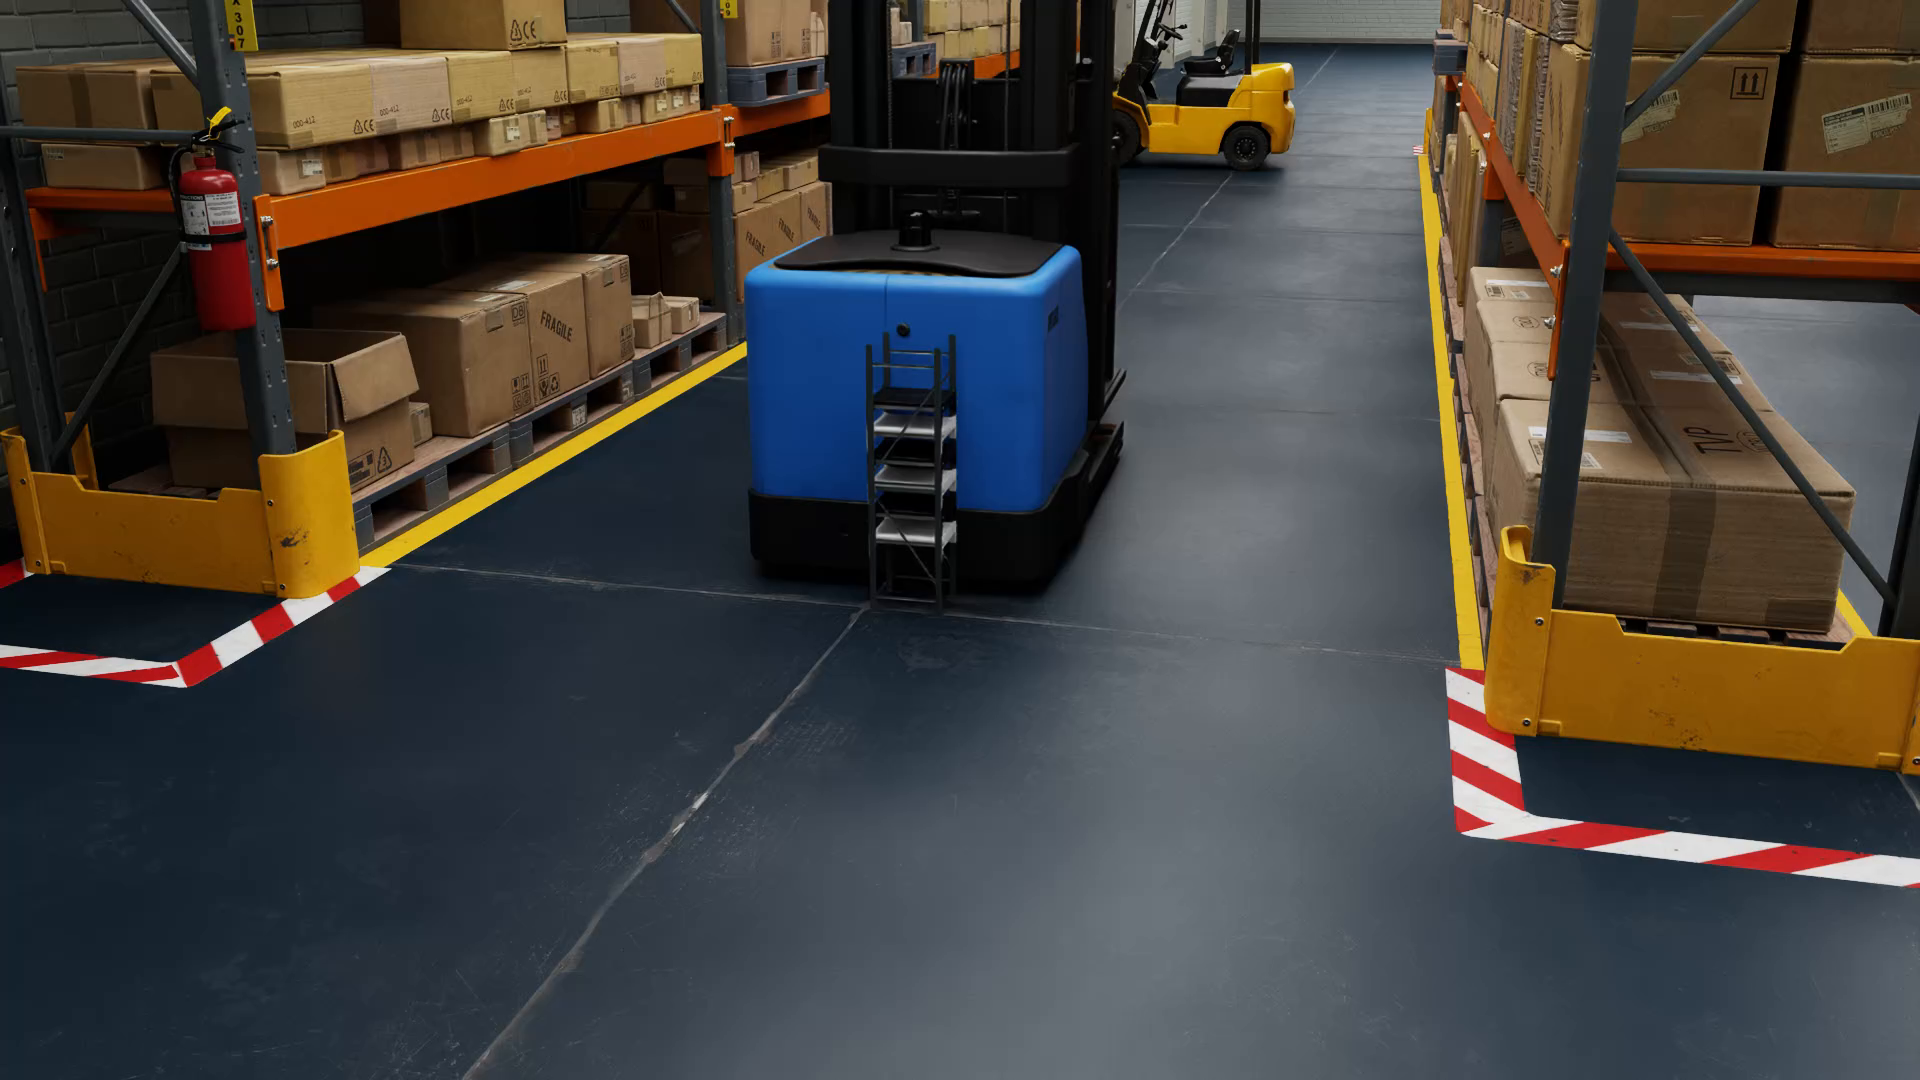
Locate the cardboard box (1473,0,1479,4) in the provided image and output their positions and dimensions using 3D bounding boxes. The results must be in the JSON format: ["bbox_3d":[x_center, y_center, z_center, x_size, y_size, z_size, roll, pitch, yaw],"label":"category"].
[{"bbox_3d":[3.681,-3.793,10.951,0.500,0.500,0.500,4,19,12],"label":"cardboard box"}]

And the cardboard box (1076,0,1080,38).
[{"bbox_3d":[1.053,-5.856,18.538,0.500,0.500,0.500,4,19,12],"label":"cardboard box"}]

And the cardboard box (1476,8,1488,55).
[{"bbox_3d":[3.278,-2.959,9.670,0.500,0.250,0.500,5,19,14],"label":"cardboard box"}]

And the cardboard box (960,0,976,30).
[{"bbox_3d":[-0.161,-4.404,13.899,0.500,0.250,0.500,4,19,12],"label":"cardboard box"}]

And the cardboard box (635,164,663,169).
[{"bbox_3d":[-1.795,-2.248,10.343,0.380,0.149,0.250,4,19,11],"label":"cardboard box"}]

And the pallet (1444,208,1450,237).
[{"bbox_3d":[4.231,-2.333,12.692,1.003,0.211,1.213,5,19,13],"label":"pallet"}]

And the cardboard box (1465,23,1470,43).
[{"bbox_3d":[3.886,-3.699,12.116,0.380,0.149,0.250,5,19,14],"label":"cardboard box"}]

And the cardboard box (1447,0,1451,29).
[{"bbox_3d":[5.125,-5.334,16.548,0.500,0.500,0.500,5,20,15],"label":"cardboard box"}]

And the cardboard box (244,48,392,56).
[{"bbox_3d":[-2.622,-1.843,6.714,0.500,0.250,0.500,5,20,15],"label":"cardboard box"}]

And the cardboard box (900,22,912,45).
[{"bbox_3d":[-0.564,-3.643,11.950,0.380,0.149,0.250,5,19,14],"label":"cardboard box"}]

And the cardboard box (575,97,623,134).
[{"bbox_3d":[-1.794,-1.977,7.725,0.380,0.149,0.250,4,19,13],"label":"cardboard box"}]

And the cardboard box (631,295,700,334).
[{"bbox_3d":[-1.604,-1.197,8.812,0.380,0.149,0.250,4,19,12],"label":"cardboard box"}]

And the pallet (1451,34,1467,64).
[{"bbox_3d":[4.483,-3.941,13.382,1.003,0.211,1.213,5,19,13],"label":"pallet"}]

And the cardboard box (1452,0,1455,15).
[{"bbox_3d":[4.368,-4.613,13.789,0.500,0.500,0.500,5,19,13],"label":"cardboard box"}]

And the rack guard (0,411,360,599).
[{"bbox_3d":[-2.711,-0.132,5.802,1.175,0.500,0.348,5,19,13],"label":"rack guard"}]

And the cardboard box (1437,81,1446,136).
[{"bbox_3d":[5.023,-4.280,16.523,0.500,0.500,0.500,5,19,14],"label":"cardboard box"}]

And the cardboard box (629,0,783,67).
[{"bbox_3d":[-1.417,-2.925,9.307,0.700,0.500,0.500,5,20,15],"label":"cardboard box"}]

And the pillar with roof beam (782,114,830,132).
[{"bbox_3d":[2.844,-6.778,12.109,9.100,9.000,0.400,5,19,13],"label":"pillar with roof beam"}]

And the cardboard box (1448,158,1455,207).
[{"bbox_3d":[4.359,-2.772,13.077,0.950,0.372,0.625,4,19,12],"label":"cardboard box"}]

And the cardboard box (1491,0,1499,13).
[{"bbox_3d":[3.047,-2.998,8.621,0.500,0.500,0.500,5,19,14],"label":"cardboard box"}]

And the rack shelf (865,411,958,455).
[{"bbox_3d":[-0.154,-0.346,5.353,0.258,0.077,0.200,4,19,12],"label":"rack shelf"}]

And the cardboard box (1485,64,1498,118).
[{"bbox_3d":[2.927,-2.244,8.349,0.500,0.250,0.500,4,19,12],"label":"cardboard box"}]

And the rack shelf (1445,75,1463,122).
[{"bbox_3d":[4.528,-3.695,13.477,1.077,0.370,4.000,5,19,13],"label":"rack shelf"}]

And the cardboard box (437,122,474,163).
[{"bbox_3d":[-2.155,-1.581,6.563,0.380,0.149,0.250,5,19,14],"label":"cardboard box"}]

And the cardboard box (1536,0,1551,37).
[{"bbox_3d":[2.194,-1.912,5.443,0.500,0.500,0.500,5,19,13],"label":"cardboard box"}]

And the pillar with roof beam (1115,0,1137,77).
[{"bbox_3d":[7.242,-12.420,28.626,9.100,9.000,0.400,5,19,13],"label":"pillar with roof beam"}]

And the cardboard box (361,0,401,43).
[{"bbox_3d":[-2.374,-2.524,7.549,0.500,0.500,0.500,4,19,12],"label":"cardboard box"}]

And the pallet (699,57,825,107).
[{"bbox_3d":[-1.451,-2.696,9.738,1.003,0.211,1.213,5,19,13],"label":"pallet"}]

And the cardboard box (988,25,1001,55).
[{"bbox_3d":[0.064,-4.492,14.930,0.500,0.250,0.500,5,19,14],"label":"cardboard box"}]

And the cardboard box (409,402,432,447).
[{"bbox_3d":[-2.347,-0.455,6.641,0.380,0.149,0.250,4,19,11],"label":"cardboard box"}]

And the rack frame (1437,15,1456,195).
[{"bbox_3d":[5.016,-4.662,15.196,1.000,3.000,0.127,5,19,13],"label":"rack frame"}]

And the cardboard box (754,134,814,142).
[{"bbox_3d":[-1.296,-2.902,12.256,0.380,0.149,0.250,5,20,15],"label":"cardboard box"}]

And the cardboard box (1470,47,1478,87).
[{"bbox_3d":[3.567,-3.041,10.683,0.500,0.250,0.500,4,19,12],"label":"cardboard box"}]

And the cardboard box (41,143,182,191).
[{"bbox_3d":[-2.909,-1.298,5.735,0.380,0.149,0.250,4,19,13],"label":"cardboard box"}]

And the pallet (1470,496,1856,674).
[{"bbox_3d":[2.204,0.162,5.386,1.003,0.211,1.213,5,19,13],"label":"pallet"}]

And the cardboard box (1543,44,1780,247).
[{"bbox_3d":[1.946,-1.120,4.671,0.500,0.500,0.500,5,19,14],"label":"cardboard box"}]

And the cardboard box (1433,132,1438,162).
[{"bbox_3d":[5.020,-3.934,16.668,0.500,0.250,0.500,4,19,12],"label":"cardboard box"}]

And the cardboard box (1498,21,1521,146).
[{"bbox_3d":[2.566,-1.918,7.007,0.500,0.500,0.500,5,19,14],"label":"cardboard box"}]

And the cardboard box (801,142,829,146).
[{"bbox_3d":[-0.903,-2.701,11.668,0.380,0.149,0.250,5,20,15],"label":"cardboard box"}]

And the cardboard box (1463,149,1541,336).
[{"bbox_3d":[3.136,-1.548,8.717,0.875,0.875,0.875,5,20,15],"label":"cardboard box"}]

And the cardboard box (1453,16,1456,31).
[{"bbox_3d":[4.505,-4.516,14.507,0.380,0.149,0.250,5,20,14],"label":"cardboard box"}]

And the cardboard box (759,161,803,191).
[{"bbox_3d":[-1.211,-2.296,10.483,0.380,0.149,0.250,5,19,13],"label":"cardboard box"}]

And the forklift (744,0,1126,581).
[{"bbox_3d":[0.094,-1.688,6.595,1.130,2.935,3.031,4,19,12],"label":"forklift"}]

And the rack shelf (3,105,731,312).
[{"bbox_3d":[-2.241,-1.578,7.280,1.077,0.370,4.000,5,19,13],"label":"rack shelf"}]

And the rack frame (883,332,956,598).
[{"bbox_3d":[-0.131,-0.239,5.495,0.240,0.900,0.006,4,19,12],"label":"rack frame"}]

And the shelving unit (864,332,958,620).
[{"bbox_3d":[-0.154,-0.207,5.401,0.258,0.900,0.210,4,19,12],"label":"shelving unit"}]

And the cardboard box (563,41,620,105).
[{"bbox_3d":[-1.883,-2.123,7.533,0.500,0.250,0.500,5,19,13],"label":"cardboard box"}]

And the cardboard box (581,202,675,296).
[{"bbox_3d":[-1.919,-1.738,9.854,0.500,0.500,0.500,5,19,13],"label":"cardboard box"}]
